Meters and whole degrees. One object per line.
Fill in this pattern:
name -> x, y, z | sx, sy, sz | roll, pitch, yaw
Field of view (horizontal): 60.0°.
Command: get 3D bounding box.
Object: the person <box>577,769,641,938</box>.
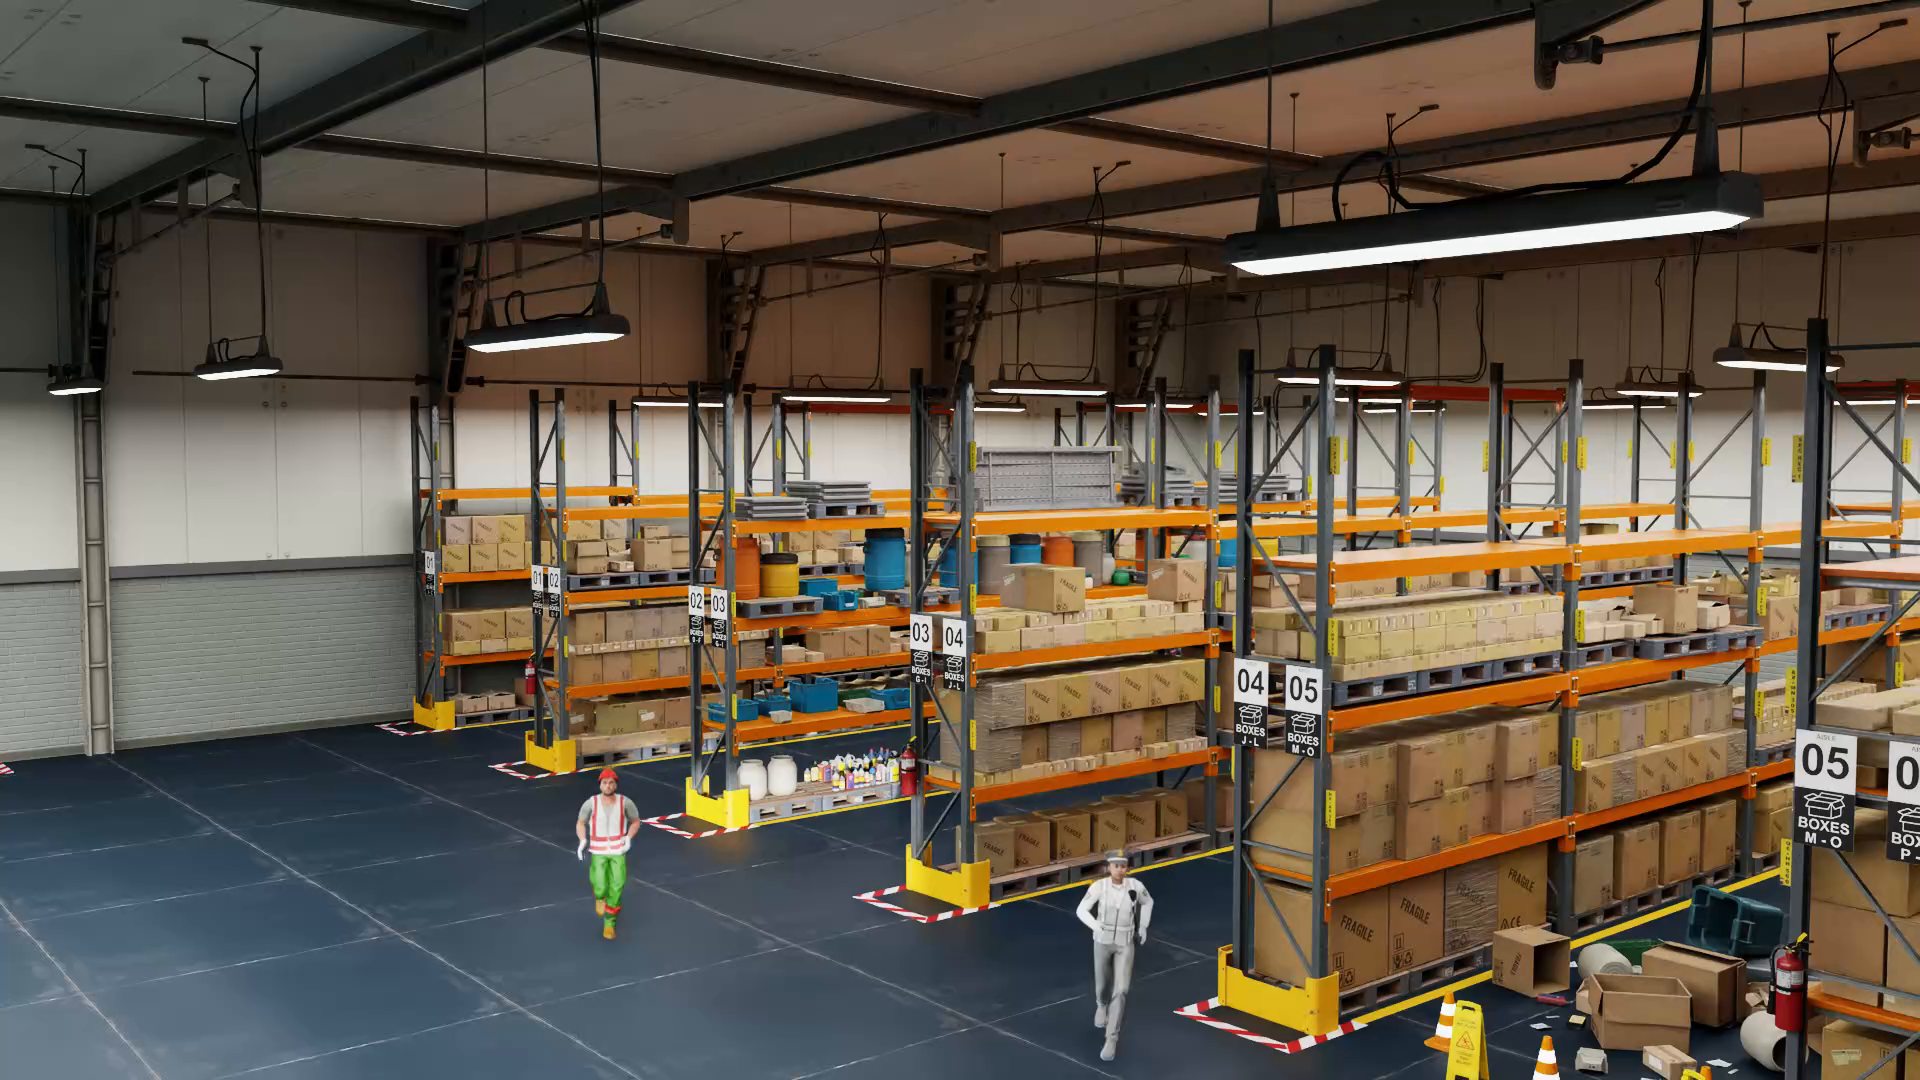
person -> -3.686, 3.270, 17.468 | 0.657, 1.743, 0.605 | -1, 3, -12

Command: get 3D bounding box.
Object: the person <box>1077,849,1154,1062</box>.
person -> 1.325, 3.472, 14.239 | 0.651, 1.712, 0.902 | 0, 3, 8

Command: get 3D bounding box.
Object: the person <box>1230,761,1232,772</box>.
person -> 4.277, 2.852, 25.488 | 0.607, 1.667, 0.841 | 3, 4, 39
